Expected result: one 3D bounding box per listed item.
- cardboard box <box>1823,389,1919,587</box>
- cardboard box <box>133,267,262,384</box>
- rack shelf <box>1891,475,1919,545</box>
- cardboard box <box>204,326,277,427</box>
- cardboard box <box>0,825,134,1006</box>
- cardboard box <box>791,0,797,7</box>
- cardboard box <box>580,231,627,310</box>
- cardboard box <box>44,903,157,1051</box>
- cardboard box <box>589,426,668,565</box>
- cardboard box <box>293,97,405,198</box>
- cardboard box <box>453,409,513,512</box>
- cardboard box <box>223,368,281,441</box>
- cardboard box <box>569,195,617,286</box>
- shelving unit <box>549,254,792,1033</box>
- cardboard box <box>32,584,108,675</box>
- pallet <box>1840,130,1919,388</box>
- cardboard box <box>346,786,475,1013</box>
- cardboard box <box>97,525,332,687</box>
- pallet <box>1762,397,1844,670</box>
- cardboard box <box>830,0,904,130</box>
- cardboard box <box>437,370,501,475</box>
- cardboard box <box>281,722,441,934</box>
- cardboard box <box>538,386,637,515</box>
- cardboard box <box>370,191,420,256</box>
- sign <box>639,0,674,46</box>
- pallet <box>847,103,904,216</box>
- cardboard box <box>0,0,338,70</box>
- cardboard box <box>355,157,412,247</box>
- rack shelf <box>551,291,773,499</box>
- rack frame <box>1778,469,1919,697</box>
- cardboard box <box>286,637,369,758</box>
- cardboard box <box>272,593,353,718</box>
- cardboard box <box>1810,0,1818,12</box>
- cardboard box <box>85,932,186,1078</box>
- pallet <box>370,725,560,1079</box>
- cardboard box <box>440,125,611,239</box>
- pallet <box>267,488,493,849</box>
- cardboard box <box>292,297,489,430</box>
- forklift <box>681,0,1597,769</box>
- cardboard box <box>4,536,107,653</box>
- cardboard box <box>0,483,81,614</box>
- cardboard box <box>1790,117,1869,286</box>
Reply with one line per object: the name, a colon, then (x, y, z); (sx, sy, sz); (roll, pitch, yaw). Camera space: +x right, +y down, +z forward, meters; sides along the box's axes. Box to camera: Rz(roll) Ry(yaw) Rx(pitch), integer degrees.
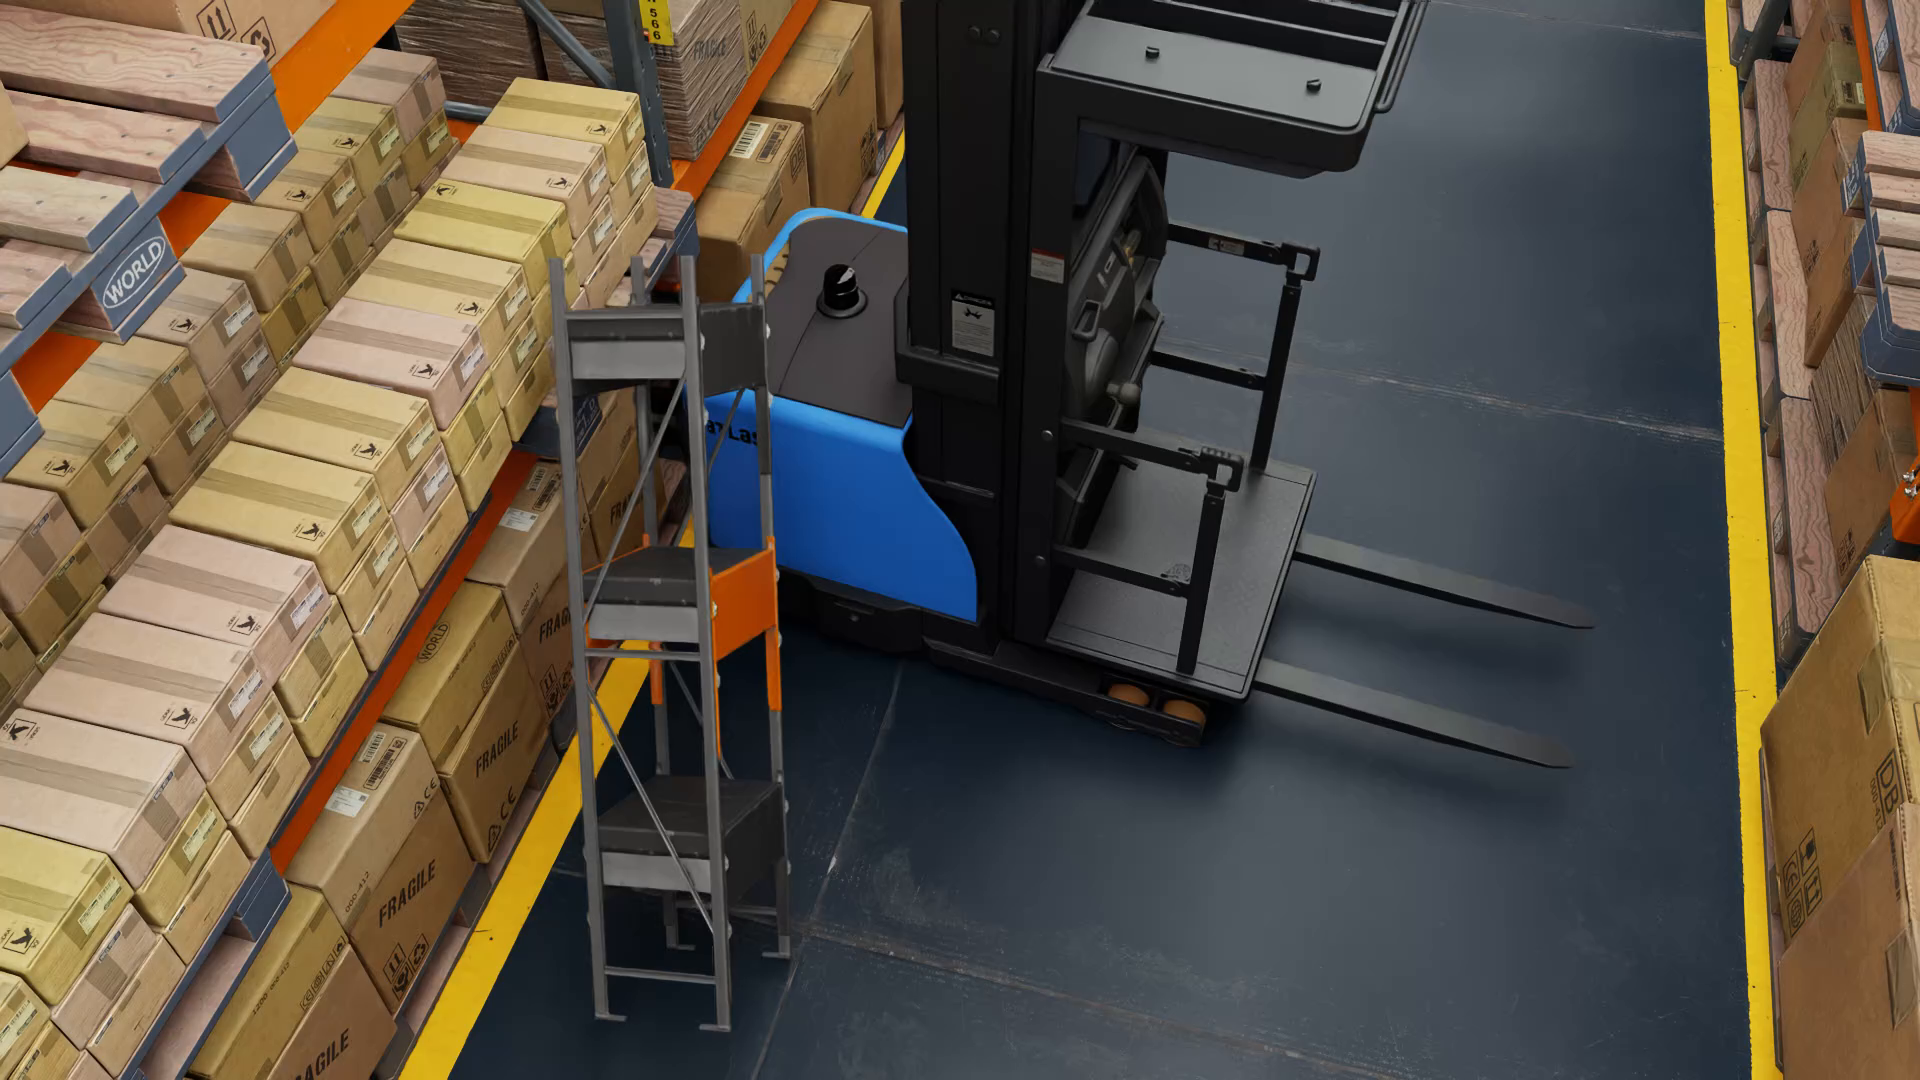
cardboard box: (3.467, -0.125, 5.734); (0.700, 0.500, 0.500); (9, 49, 8)
cardboard box: (-2.033, -0.568, 4.241); (0.380, 0.149, 0.250); (14, 50, 12)
rack shelf: (2.784, 1.366, 3.523); (1.077, 0.370, 4.000); (12, 50, 10)
cardboard box: (-2.038, -0.462, 4.346); (0.380, 0.149, 0.250); (12, 50, 10)
cardboard box: (-1.816, 0.688, 3.132); (0.380, 0.149, 0.250); (12, 50, 10)
cardboard box: (-0.805, -2.408, 6.308); (0.500, 0.500, 0.500); (12, 50, 10)
cardboard box: (-1.202, -0.799, 4.842); (0.380, 0.149, 0.250); (11, 50, 10)
cardboard box: (-1.820, 0.800, 3.232); (0.380, 0.149, 0.250); (13, 50, 11)
cardboard box: (-1.369, -0.154, 5.773); (0.500, 0.500, 0.500); (11, 50, 10)
cardboard box: (-1.825, -1.132, 4.739); (0.380, 0.149, 0.250); (10, 49, 9)
cardboard box: (-1.407, -0.239, 4.347); (0.380, 0.149, 0.250); (10, 49, 8)
cardboard box: (-2.039, -0.364, 4.458); (0.380, 0.149, 0.250); (13, 50, 11)
cardboard box: (-1.207, -0.884, 4.719); (0.380, 0.149, 0.250); (13, 50, 11)
shelving unit: (-0.786, 0.268, 4.664); (0.431, 2.100, 0.503); (1, 10, 14)
cardboard box: (-2.248, 0.198, 3.962); (0.380, 0.149, 0.250); (14, 50, 12)
pallet: (3.395, -0.791, 5.076); (1.213, 0.211, 1.003); (12, 50, 10)
cardboard box: (-1.788, 0.964, 4.785); (0.500, 0.500, 0.500); (12, 50, 11)
cardboard box: (-1.614, 0.141, 3.616); (0.380, 0.149, 0.250); (13, 50, 11)
pallet: (3.518, 0.039, 6.074); (1.003, 0.211, 1.213); (12, 50, 10)
cardboard box: (-0.729, -2.494, 7.671); (1.050, 0.750, 0.750); (12, 50, 10)
cardboard box: (-1.408, -0.333, 4.232); (0.380, 0.149, 0.250); (11, 50, 10)
cardboard box: (-1.775, 0.727, 4.495); (0.500, 0.250, 0.500); (13, 50, 11)
cardboard box: (-1.375, -0.384, 5.475); (0.500, 0.250, 0.500); (11, 49, 9)
cardboard box: (-1.831, -0.948, 4.974); (0.380, 0.149, 0.250); (14, 50, 12)
sign: (-0.922, -1.627, 4.966); (0.100, 0.325, 0.005); (12, 50, 10)
pallet: (-0.845, -1.883, 7.771); (1.003, 0.211, 1.213); (12, 50, 10)
cardboard box: (-1.608, -1.208, 3.248); (0.500, 0.500, 0.500); (12, 50, 10)
cardboard box: (-1.838, -1.018, 4.837); (0.380, 0.149, 0.250); (14, 50, 12)
rack shelf: (-0.800, -0.408, 4.545); (0.431, 0.518, 0.480); (1, 10, 14)
rack frame: (3.310, -0.318, 4.530); (1.000, 3.000, 0.127); (12, 50, 10)
cardboard box: (-1.615, 0.327, 3.848); (0.380, 0.149, 0.250); (11, 49, 9)
cardboard box: (-1.613, 0.225, 3.740); (0.380, 0.149, 0.250); (11, 49, 9)
cardboard box: (4.507, -2.805, 8.112); (0.500, 0.500, 0.500); (10, 49, 9)
cardboard box: (-1.817, 0.891, 3.350); (0.380, 0.149, 0.250); (12, 50, 10)
pallet: (-1.978, 0.997, 5.229); (1.003, 0.211, 1.213); (12, 50, 10)
cardboard box: (-1.203, -0.997, 4.620); (0.380, 0.149, 0.250); (11, 49, 10)
pallet: (-1.930, 0.133, 4.260); (1.003, 0.211, 1.213); (12, 50, 10)
cardboard box: (-1.408, -0.440, 4.128); (0.380, 0.149, 0.250); (12, 50, 10)
forklift: (0.657, -0.727, 4.936); (3.031, 2.935, 1.130); (16, 50, 13)
cardboard box: (-2.243, 0.088, 3.861); (0.380, 0.149, 0.250); (12, 50, 10)
cardboard box: (-2.240, -0.001, 3.741); (0.380, 0.149, 0.250); (10, 49, 8)
cardboard box: (3.890, -1.344, 6.809); (0.700, 0.500, 0.500); (8, 49, 7)
